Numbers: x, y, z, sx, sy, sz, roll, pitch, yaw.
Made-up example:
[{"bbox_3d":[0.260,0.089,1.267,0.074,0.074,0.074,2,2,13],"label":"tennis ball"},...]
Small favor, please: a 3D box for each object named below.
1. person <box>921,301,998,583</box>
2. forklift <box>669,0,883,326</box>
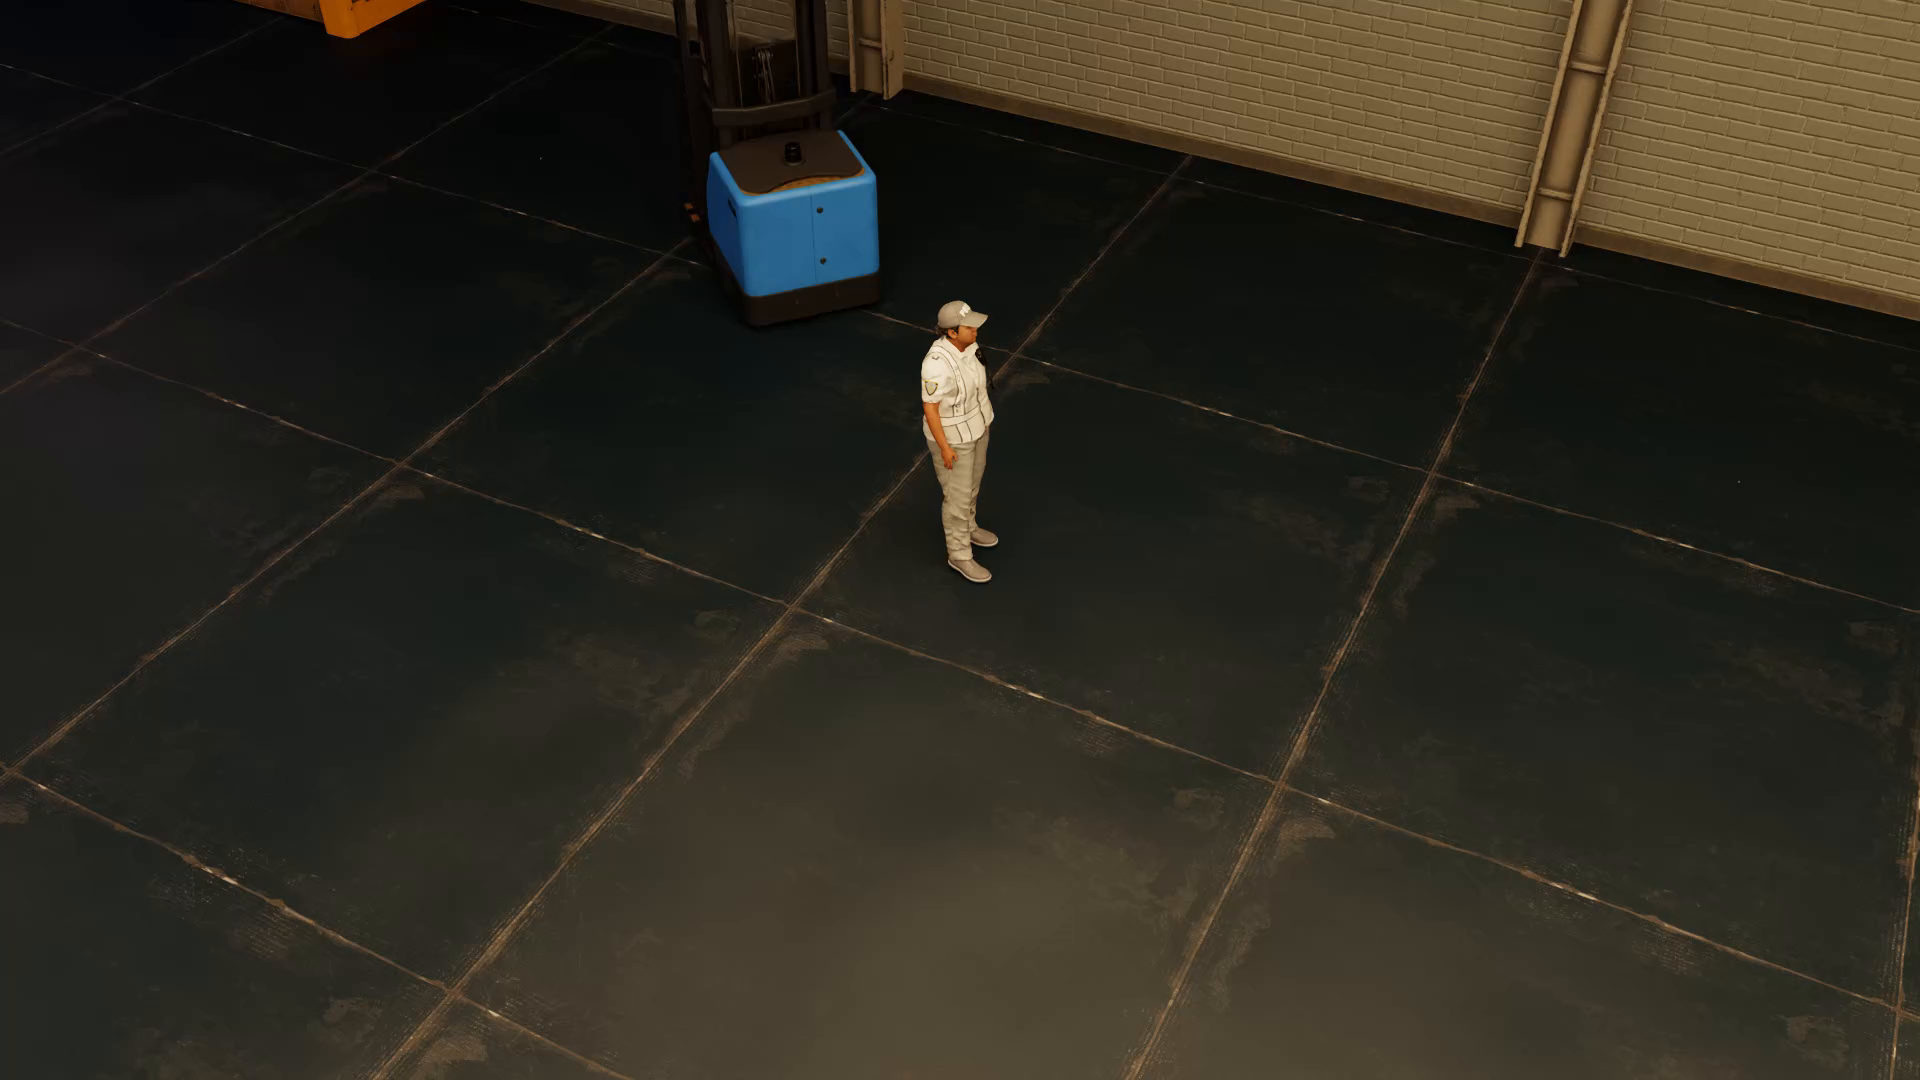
[{"bbox_3d":[0.057,-0.607,9.678,0.529,1.670,0.598,18,43,21],"label":"person"},{"bbox_3d":[-1.583,-3.616,12.281,1.130,2.935,3.031,-14,42,-16],"label":"forklift"}]
